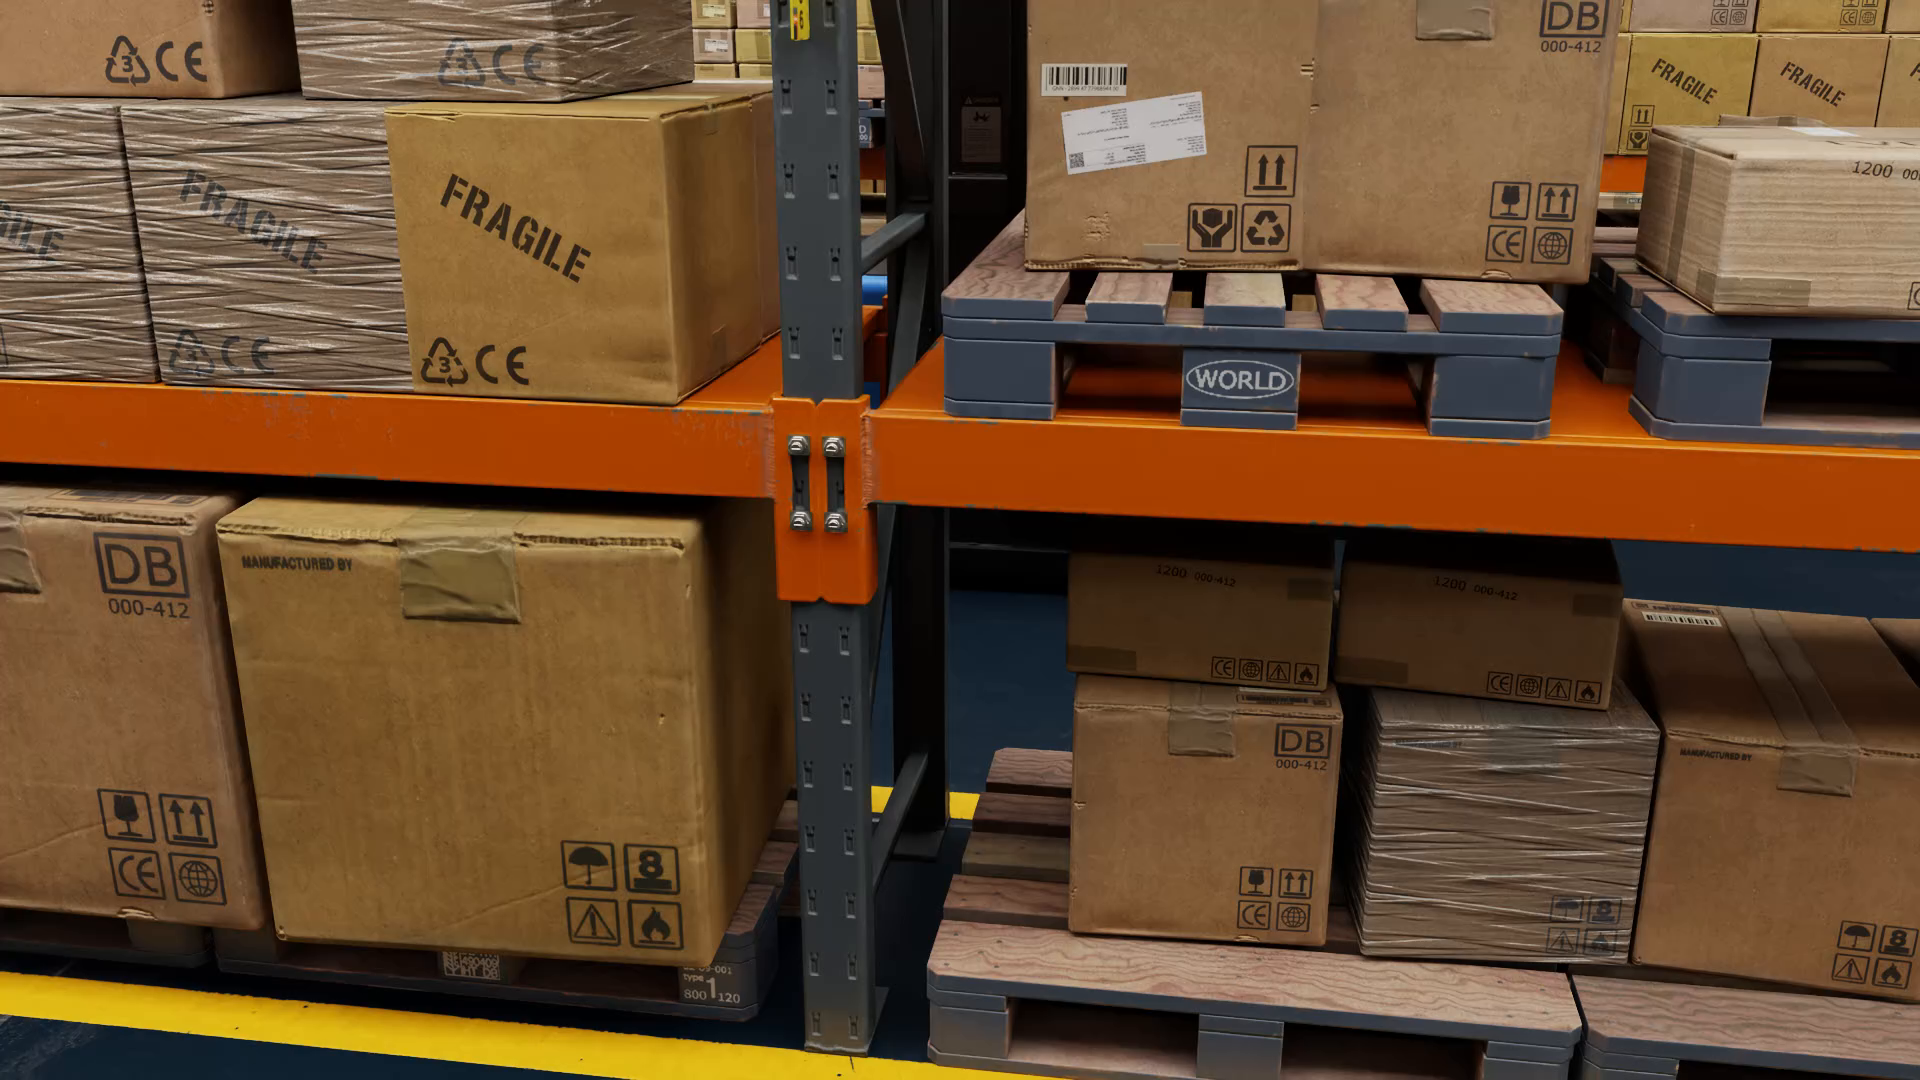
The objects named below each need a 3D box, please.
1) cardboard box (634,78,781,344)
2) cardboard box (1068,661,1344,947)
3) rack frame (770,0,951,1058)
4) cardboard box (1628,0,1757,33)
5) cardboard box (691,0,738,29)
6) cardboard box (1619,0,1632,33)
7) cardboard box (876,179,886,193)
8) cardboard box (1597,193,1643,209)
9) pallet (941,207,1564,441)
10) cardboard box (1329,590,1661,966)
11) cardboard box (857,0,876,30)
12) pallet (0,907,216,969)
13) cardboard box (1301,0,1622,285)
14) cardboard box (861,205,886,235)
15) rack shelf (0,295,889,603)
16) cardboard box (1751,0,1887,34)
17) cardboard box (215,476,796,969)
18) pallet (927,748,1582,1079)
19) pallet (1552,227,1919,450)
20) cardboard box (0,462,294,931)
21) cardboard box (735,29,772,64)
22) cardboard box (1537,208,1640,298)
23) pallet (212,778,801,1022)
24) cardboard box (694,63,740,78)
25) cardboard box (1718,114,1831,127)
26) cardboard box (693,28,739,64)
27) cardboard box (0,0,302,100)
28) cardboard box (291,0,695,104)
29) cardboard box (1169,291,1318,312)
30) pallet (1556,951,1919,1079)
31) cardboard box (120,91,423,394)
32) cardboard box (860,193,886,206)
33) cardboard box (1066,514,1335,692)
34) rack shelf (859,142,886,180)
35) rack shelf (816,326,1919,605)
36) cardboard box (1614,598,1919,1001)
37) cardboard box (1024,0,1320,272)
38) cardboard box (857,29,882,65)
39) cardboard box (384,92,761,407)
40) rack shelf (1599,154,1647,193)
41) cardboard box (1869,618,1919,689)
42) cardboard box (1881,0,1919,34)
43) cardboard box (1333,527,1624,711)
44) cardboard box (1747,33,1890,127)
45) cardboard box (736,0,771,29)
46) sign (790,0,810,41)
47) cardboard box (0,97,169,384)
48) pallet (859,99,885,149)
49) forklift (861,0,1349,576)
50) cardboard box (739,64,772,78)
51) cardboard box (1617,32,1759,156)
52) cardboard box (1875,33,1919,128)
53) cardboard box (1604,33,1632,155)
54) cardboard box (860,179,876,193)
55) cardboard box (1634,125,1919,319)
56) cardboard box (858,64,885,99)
[{"bbox_3d":[-0.602,-0.722,3.577,0.500,0.500,0.500,3,19,10],"label":"cardboard box"},{"bbox_3d":[0.499,0.439,3.510,0.500,0.500,0.700,2,19,6],"label":"cardboard box"},{"bbox_3d":[-0.166,-0.565,3.265,0.127,3.000,1.000,3,19,9],"label":"rack frame"},{"bbox_3d":[3.172,-2.508,7.339,0.500,0.500,0.700,3,19,9],"label":"cardboard box"},{"bbox_3d":[-1.112,-2.423,7.614,0.250,0.149,0.380,4,19,11],"label":"cardboard box"},{"bbox_3d":[2.674,-2.534,7.416,0.500,0.500,0.700,3,19,8],"label":"cardboard box"},{"bbox_3d":[-0.142,-2.968,13.134,0.875,0.875,0.875,3,19,9],"label":"cardboard box"},{"bbox_3d":[4.837,-2.447,12.369,0.625,0.372,0.950,3,19,9],"label":"cardboard box"},{"bbox_3d":[0.555,-0.472,3.288,1.003,0.211,1.213,3,19,9],"label":"pallet"},{"bbox_3d":[1.049,0.463,3.438,0.500,0.500,0.700,1,19,4],"label":"cardboard box"},{"bbox_3d":[-0.342,-2.384,7.496,0.250,0.149,0.380,4,19,10],"label":"cardboard box"},{"bbox_3d":[-2.133,0.632,4.082,1.213,0.211,1.003,3,19,9],"label":"pallet"},{"bbox_3d":[0.941,-0.800,3.148,0.500,0.500,0.700,6,19,17],"label":"cardboard box"},{"bbox_3d":[-0.496,-1.458,8.028,0.500,0.250,0.500,3,19,9],"label":"cardboard box"},{"bbox_3d":[-2.140,-0.325,3.680,4.000,0.370,1.077,3,19,9],"label":"rack shelf"},{"bbox_3d":[3.671,-2.483,7.262,0.500,0.500,0.700,3,19,8],"label":"cardboard box"},{"bbox_3d":[-0.844,0.202,3.659,0.875,0.875,1.225,2,19,6],"label":"cardboard box"},{"bbox_3d":[0.606,0.797,3.588,1.213,0.211,1.003,3,19,9],"label":"pallet"},{"bbox_3d":[1.795,-0.387,3.036,1.213,0.211,1.003,3,19,9],"label":"pallet"},{"bbox_3d":[-1.722,0.155,3.800,0.875,0.875,1.225,3,19,9],"label":"cardboard box"},{"bbox_3d":[-0.855,-2.269,7.621,0.250,0.149,0.380,3,19,8],"label":"cardboard box"},{"bbox_3d":[3.091,-1.098,7.740,0.750,0.750,1.050,3,19,9],"label":"cardboard box"},{"bbox_3d":[-0.932,0.694,3.896,1.213,0.211,1.003,3,19,9],"label":"pallet"},{"bbox_3d":[-1.105,-2.141,7.709,0.250,0.149,0.380,3,19,10],"label":"cardboard box"},{"bbox_3d":[1.524,-0.701,3.222,0.258,0.266,0.396,2,19,7],"label":"cardboard box"},{"bbox_3d":[-1.113,-2.281,7.660,0.250,0.149,0.380,3,19,10],"label":"cardboard box"},{"bbox_3d":[-1.528,-1.164,3.316,0.637,0.503,0.797,3,19,10],"label":"cardboard box"},{"bbox_3d":[-0.885,-1.130,3.215,0.637,0.503,0.797,4,19,11],"label":"cardboard box"},{"bbox_3d":[1.308,-1.187,8.008,0.750,0.750,1.050,3,19,8],"label":"cardboard box"},{"bbox_3d":[1.807,0.859,3.403,1.213,0.211,1.003,3,19,9],"label":"pallet"},{"bbox_3d":[-1.183,-0.587,3.172,0.500,0.500,0.500,3,19,8],"label":"cardboard box"},{"bbox_3d":[-0.422,-1.619,8.511,0.500,0.250,0.500,3,19,8],"label":"cardboard box"},{"bbox_3d":[0.501,0.080,3.400,0.500,0.250,0.500,4,19,11],"label":"cardboard box"},{"bbox_3d":[-1.254,-1.873,8.309,4.000,0.370,1.077,3,19,9],"label":"rack shelf"},{"bbox_3d":[1.809,-0.123,3.078,4.000,0.370,1.077,3,19,9],"label":"rack shelf"},{"bbox_3d":[1.610,0.489,3.359,0.500,0.500,0.700,5,19,13],"label":"cardboard box"},{"bbox_3d":[0.374,-0.797,3.139,0.500,0.500,0.500,1,19,2],"label":"cardboard box"},{"bbox_3d":[-0.363,-2.243,7.543,0.250,0.149,0.380,3,19,10],"label":"cardboard box"},{"bbox_3d":[-0.692,-0.560,3.091,0.500,0.500,0.500,4,19,10],"label":"cardboard box"},{"bbox_3d":[2.696,-1.672,7.707,4.000,0.370,1.077,3,19,9],"label":"rack shelf"},{"bbox_3d":[2.161,0.517,3.276,0.500,0.500,0.700,1,19,4],"label":"cardboard box"},{"bbox_3d":[4.179,-2.457,7.187,0.500,0.500,0.700,3,19,8],"label":"cardboard box"},{"bbox_3d":[1.026,0.104,3.330,0.500,0.250,0.500,5,19,15],"label":"cardboard box"},{"bbox_3d":[3.614,-1.928,7.180,0.500,0.500,0.500,3,19,8],"label":"cardboard box"},{"bbox_3d":[-0.843,-2.410,7.575,0.250,0.149,0.380,3,19,9],"label":"cardboard box"},{"bbox_3d":[-0.250,-0.940,2.561,0.005,0.325,0.100,3,19,9],"label":"sign"},{"bbox_3d":[-1.697,-0.612,3.247,0.500,0.500,0.500,2,19,7],"label":"cardboard box"},{"bbox_3d":[0.000,-2.025,7.932,1.003,0.211,1.213,3,19,9],"label":"pallet"},{"bbox_3d":[0.624,-1.363,5.756,3.031,2.935,1.130,2,19,7],"label":"forklift"},{"bbox_3d":[-0.849,-2.127,7.668,0.250,0.149,0.380,2,19,6],"label":"cardboard box"},{"bbox_3d":[3.115,-1.953,7.256,0.500,0.500,0.500,3,19,9],"label":"cardboard box"},{"bbox_3d":[4.113,-1.903,7.104,0.500,0.500,0.500,3,19,8],"label":"cardboard box"},{"bbox_3d":[2.613,-1.978,7.330,0.500,0.500,0.500,3,19,8],"label":"cardboard box"},{"bbox_3d":[-1.025,-3.014,13.269,0.875,0.875,0.875,3,19,10],"label":"cardboard box"},{"bbox_3d":[1.453,-0.537,2.755,0.500,0.250,0.500,2,19,7],"label":"cardboard box"},{"bbox_3d":[-0.338,-2.101,7.588,0.250,0.149,0.380,3,19,10],"label":"cardboard box"}]
